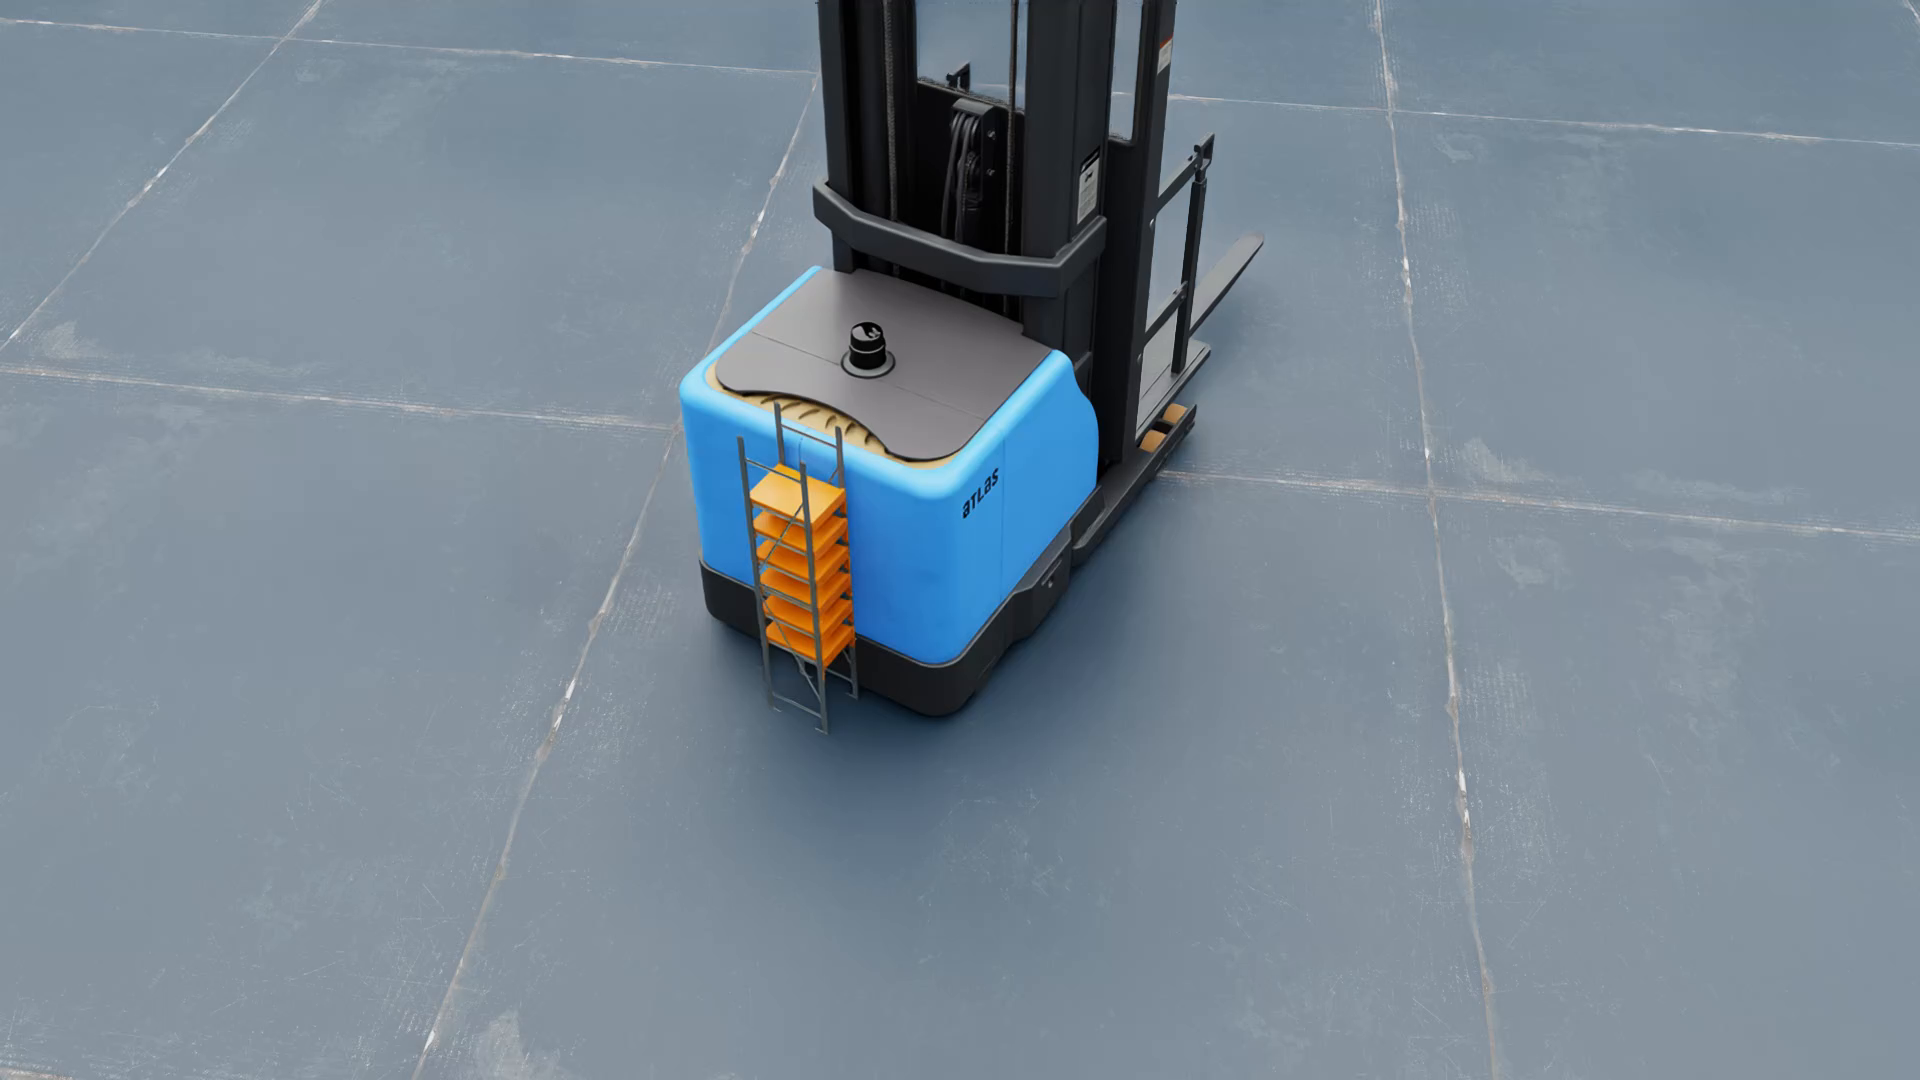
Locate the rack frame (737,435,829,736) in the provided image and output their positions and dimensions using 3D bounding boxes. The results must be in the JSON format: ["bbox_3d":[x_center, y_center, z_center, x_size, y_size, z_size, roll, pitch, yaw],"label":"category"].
[{"bbox_3d":[-0.544,0.175,5.193,0.240,1.200,0.006,22,48,22],"label":"rack frame"}]

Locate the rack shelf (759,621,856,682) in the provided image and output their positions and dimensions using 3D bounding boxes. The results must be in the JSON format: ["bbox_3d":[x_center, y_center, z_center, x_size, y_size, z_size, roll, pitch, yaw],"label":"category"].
[{"bbox_3d":[-0.497,0.327,5.446,0.258,0.103,0.180,22,48,22],"label":"rack shelf"}]

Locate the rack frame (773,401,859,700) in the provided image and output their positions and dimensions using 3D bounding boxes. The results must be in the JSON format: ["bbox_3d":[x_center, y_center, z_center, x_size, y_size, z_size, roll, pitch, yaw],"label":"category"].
[{"bbox_3d":[-0.450,0.067,5.307,0.240,1.200,0.006,22,48,22],"label":"rack frame"}]

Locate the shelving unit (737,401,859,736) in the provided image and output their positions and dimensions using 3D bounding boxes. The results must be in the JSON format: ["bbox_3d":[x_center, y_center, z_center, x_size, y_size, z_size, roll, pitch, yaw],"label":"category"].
[{"bbox_3d":[-0.497,0.121,5.250,0.258,1.200,0.189,22,48,22],"label":"shelving unit"}]

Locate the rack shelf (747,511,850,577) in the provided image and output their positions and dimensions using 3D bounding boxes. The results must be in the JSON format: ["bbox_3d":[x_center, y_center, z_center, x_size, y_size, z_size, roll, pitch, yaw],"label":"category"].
[{"bbox_3d":[-0.497,-0.021,5.116,0.258,0.103,0.180,22,48,22],"label":"rack shelf"}]

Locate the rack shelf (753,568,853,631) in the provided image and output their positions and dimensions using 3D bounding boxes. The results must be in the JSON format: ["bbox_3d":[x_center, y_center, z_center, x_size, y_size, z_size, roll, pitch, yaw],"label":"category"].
[{"bbox_3d":[-0.497,0.153,5.281,0.258,0.103,0.180,22,48,22],"label":"rack shelf"}]

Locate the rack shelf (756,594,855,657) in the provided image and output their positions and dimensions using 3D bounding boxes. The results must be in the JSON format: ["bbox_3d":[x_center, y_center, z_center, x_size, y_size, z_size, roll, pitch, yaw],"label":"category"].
[{"bbox_3d":[-0.497,0.240,5.363,0.258,0.103,0.180,22,48,22],"label":"rack shelf"}]

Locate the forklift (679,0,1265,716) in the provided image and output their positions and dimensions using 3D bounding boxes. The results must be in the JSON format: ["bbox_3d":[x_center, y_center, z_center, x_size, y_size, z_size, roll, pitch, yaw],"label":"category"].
[{"bbox_3d":[0.284,-1.479,5.680,1.130,2.935,3.031,22,48,22],"label":"forklift"}]

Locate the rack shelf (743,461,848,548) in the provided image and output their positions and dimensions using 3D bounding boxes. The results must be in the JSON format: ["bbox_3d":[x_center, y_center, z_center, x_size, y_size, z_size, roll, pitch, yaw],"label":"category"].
[{"bbox_3d":[-0.497,-0.109,5.033,0.258,0.103,0.180,22,48,22],"label":"rack shelf"}]

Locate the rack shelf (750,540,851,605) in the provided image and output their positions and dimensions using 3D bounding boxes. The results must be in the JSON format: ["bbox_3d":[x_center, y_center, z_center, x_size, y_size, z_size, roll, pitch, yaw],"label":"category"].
[{"bbox_3d":[-0.497,0.066,5.198,0.258,0.103,0.180,22,48,22],"label":"rack shelf"}]
